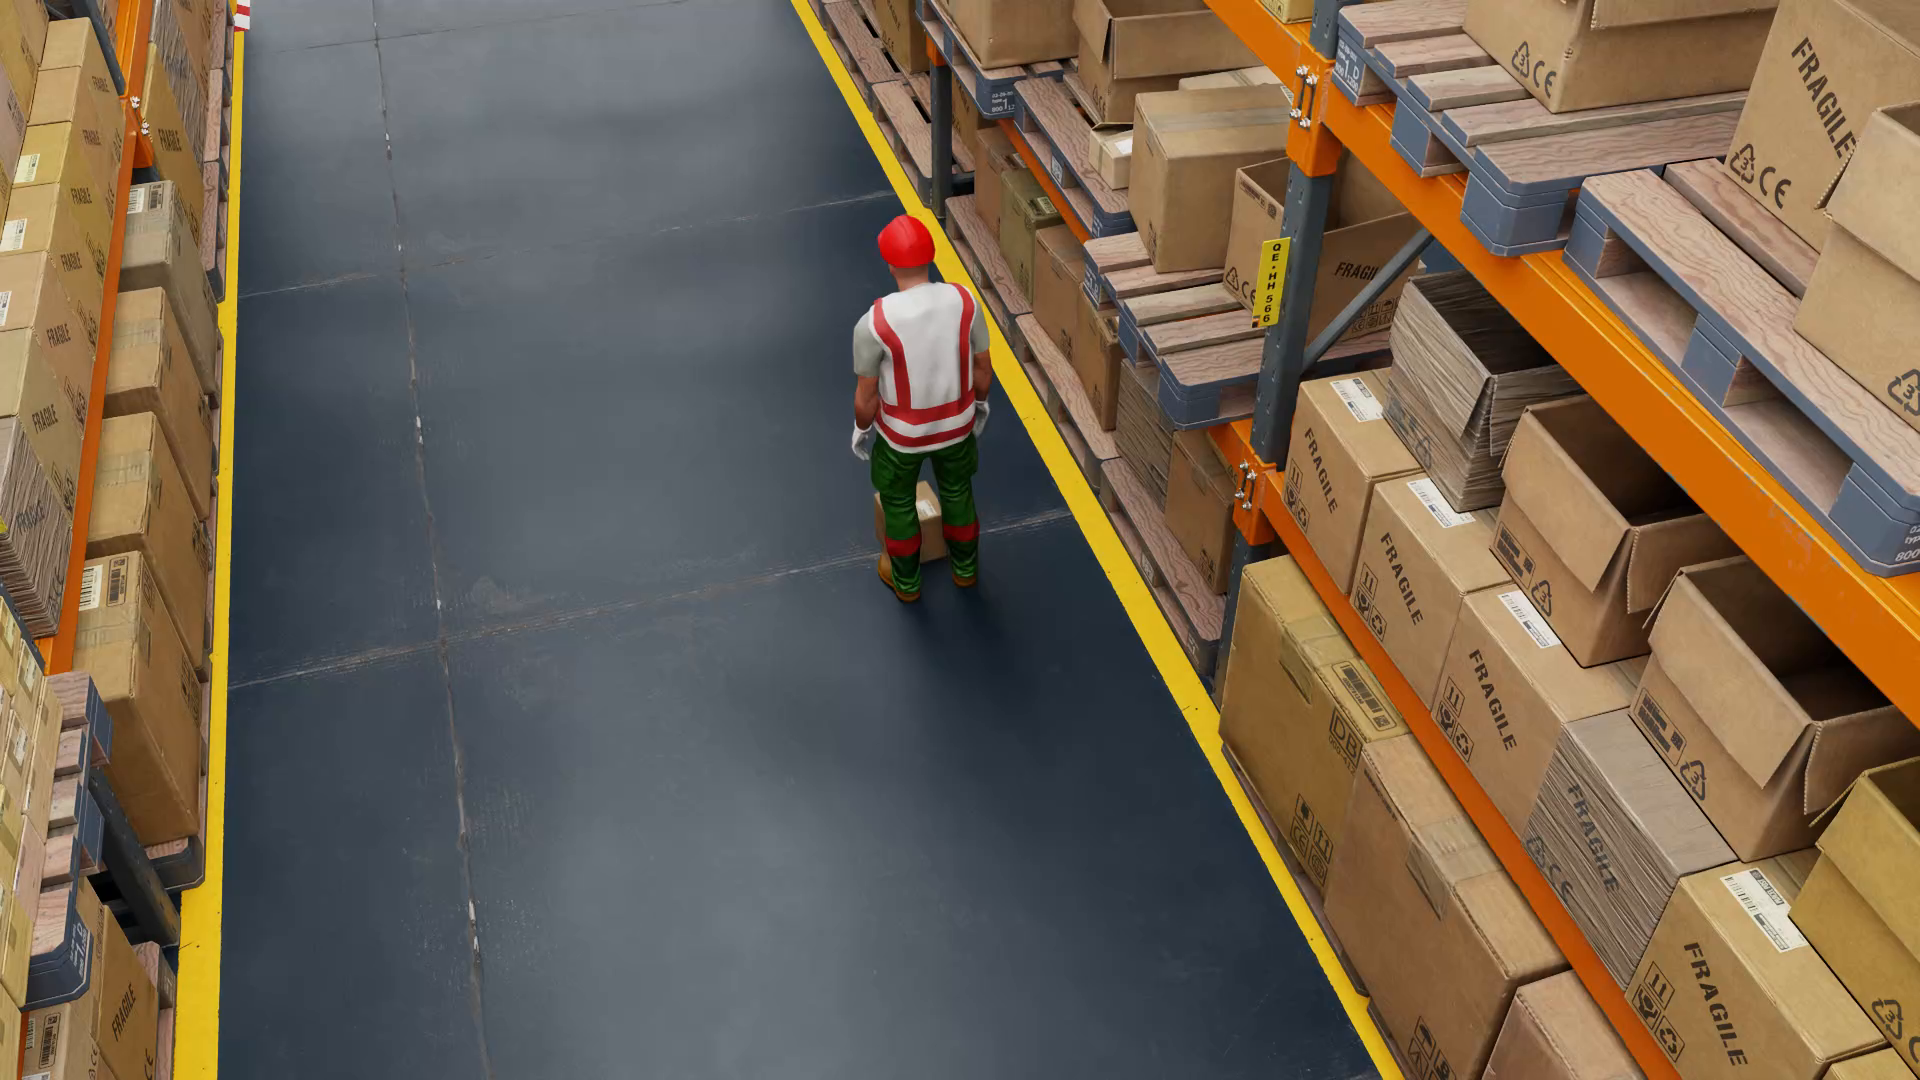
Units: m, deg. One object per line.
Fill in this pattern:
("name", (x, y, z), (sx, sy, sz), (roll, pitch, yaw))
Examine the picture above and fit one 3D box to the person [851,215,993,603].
("person", (-0.154, -0.489, 6.695), (0.597, 1.778, 0.450), (-13, 44, -15))
